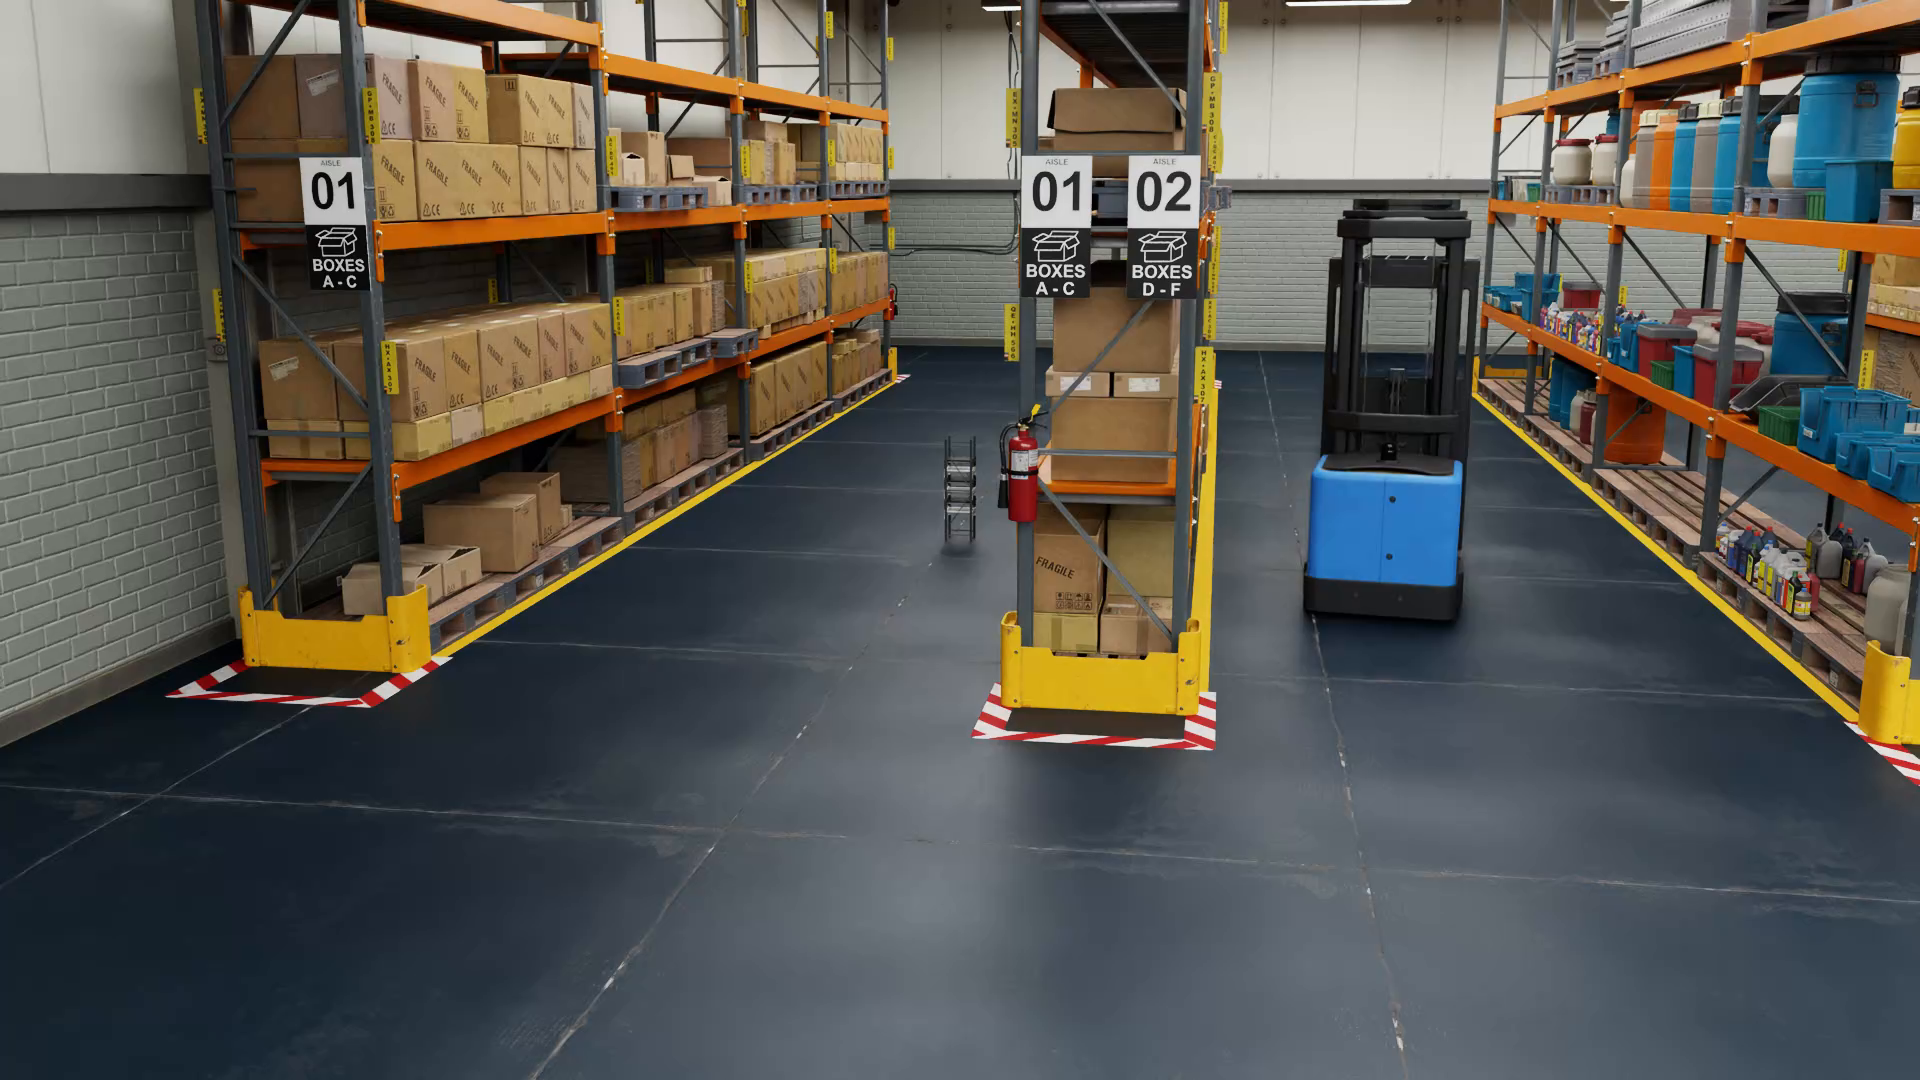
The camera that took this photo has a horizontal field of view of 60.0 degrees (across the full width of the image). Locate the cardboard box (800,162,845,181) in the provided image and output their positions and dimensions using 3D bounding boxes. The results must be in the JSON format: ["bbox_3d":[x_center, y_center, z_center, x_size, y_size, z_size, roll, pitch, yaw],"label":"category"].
[{"bbox_3d":[-1.840,-4.937,22.284,0.500,0.250,0.500,2,12,8],"label":"cardboard box"}]

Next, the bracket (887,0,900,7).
[{"bbox_3d":[-1.252,-9.838,30.238,0.235,0.232,0.430,2,12,9],"label":"bracket"}]

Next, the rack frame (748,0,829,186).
[{"bbox_3d":[-2.207,-6.087,21.379,1.000,3.000,0.127,2,12,9],"label":"rack frame"}]

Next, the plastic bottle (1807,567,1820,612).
[{"bbox_3d":[5.757,0.332,11.234,0.061,0.283,0.133,2,12,9],"label":"plastic bottle"}]

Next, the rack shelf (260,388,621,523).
[{"bbox_3d":[-3.745,-0.721,12.428,1.077,0.370,4.000,2,12,9],"label":"rack shelf"}]

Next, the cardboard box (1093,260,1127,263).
[{"bbox_3d":[1.396,-1.920,12.966,0.700,0.500,0.500,2,12,9],"label":"cardboard box"}]

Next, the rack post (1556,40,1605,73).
[{"bbox_3d":[7.422,-5.555,19.088,0.937,0.300,0.954,2,12,8],"label":"rack post"}]

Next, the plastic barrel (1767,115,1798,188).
[{"bbox_3d":[6.091,-2.811,12.036,0.421,0.512,0.421,0,12,0],"label":"plastic barrel"}]

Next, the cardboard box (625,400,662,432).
[{"bbox_3d":[-3.200,-1.203,16.064,0.500,0.250,0.500,2,12,7],"label":"cardboard box"}]

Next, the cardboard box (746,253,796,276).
[{"bbox_3d":[-2.270,-3.301,19.921,0.500,0.250,0.500,2,12,7],"label":"cardboard box"}]

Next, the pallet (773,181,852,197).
[{"bbox_3d":[-2.071,-4.747,22.493,1.003,0.211,1.213,2,12,9],"label":"pallet"}]

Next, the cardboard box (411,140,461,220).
[{"bbox_3d":[-3.636,-2.354,10.890,0.500,0.500,0.500,3,12,12],"label":"cardboard box"}]

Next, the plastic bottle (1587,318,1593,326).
[{"bbox_3d":[6.954,-2.314,18.386,0.061,0.283,0.133,2,12,9],"label":"plastic bottle"}]

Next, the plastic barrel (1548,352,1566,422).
[{"bbox_3d":[7.482,-1.900,20.175,0.600,0.901,0.708,2,12,9],"label":"plastic barrel"}]

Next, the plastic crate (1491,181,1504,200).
[{"bbox_3d":[7.863,-4.998,23.753,0.497,0.269,0.590,2,12,9],"label":"plastic crate"}]

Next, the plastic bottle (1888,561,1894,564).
[{"bbox_3d":[6.423,0.281,11.499,0.097,0.271,0.097,0,12,0],"label":"plastic bottle"}]

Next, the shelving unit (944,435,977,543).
[{"bbox_3d":[0.001,-0.442,14.406,0.258,0.900,0.210,2,12,9],"label":"shelving unit"}]

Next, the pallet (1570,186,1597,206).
[{"bbox_3d":[7.387,-3.805,18.358,1.003,0.211,1.213,2,12,9],"label":"pallet"}]

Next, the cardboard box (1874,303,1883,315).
[{"bbox_3d":[12.555,-3.106,22.381,0.380,0.149,0.250,2,12,8],"label":"cardboard box"}]

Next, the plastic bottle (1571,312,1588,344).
[{"bbox_3d":[6.849,-2.345,18.369,0.144,0.351,0.185,2,12,9],"label":"plastic bottle"}]

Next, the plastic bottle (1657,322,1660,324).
[{"bbox_3d":[7.525,-2.213,17.947,0.097,0.271,0.097,0,12,0],"label":"plastic bottle"}]

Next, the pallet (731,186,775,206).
[{"bbox_3d":[-2.776,-3.832,18.481,1.213,0.211,1.003,2,12,11],"label":"pallet"}]

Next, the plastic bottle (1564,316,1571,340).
[{"bbox_3d":[6.897,-2.402,18.825,0.097,0.271,0.097,0,12,0],"label":"plastic bottle"}]

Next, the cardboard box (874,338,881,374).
[{"bbox_3d":[-1.601,-2.822,25.403,0.700,0.500,0.500,2,12,9],"label":"cardboard box"}]

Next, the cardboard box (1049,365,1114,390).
[{"bbox_3d":[0.752,-1.003,10.251,0.380,0.149,0.250,2,12,10],"label":"cardboard box"}]

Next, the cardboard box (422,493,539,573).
[{"bbox_3d":[-3.607,-0.061,12.543,0.700,0.500,0.500,1,12,5],"label":"cardboard box"}]

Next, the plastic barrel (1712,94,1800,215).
[{"bbox_3d":[6.216,-2.993,12.949,0.600,0.901,0.708,2,12,9],"label":"plastic barrel"}]

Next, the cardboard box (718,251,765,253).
[{"bbox_3d":[-2.681,-3.424,20.492,0.500,0.250,0.500,1,12,7],"label":"cardboard box"}]

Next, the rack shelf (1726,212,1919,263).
[{"bbox_3d":[6.044,-1.867,10.622,1.077,0.370,4.000,2,12,9],"label":"rack shelf"}]

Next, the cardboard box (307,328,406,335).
[{"bbox_3d":[-4.103,-1.169,11.327,0.500,0.500,0.500,2,12,9],"label":"cardboard box"}]

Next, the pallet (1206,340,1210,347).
[{"bbox_3d":[2.108,-2.212,18.092,1.213,0.211,1.003,2,12,9],"label":"pallet"}]

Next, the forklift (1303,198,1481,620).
[{"bbox_3d":[3.373,-1.135,12.802,1.130,2.935,3.031,4,13,17],"label":"forklift"}]

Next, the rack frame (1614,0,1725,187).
[{"bbox_3d":[6.967,-4.934,16.026,1.000,3.000,0.127,2,12,9],"label":"rack frame"}]

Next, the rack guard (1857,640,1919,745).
[{"bbox_3d":[5.702,0.869,9.274,1.175,0.500,0.348,2,12,9],"label":"rack guard"}]

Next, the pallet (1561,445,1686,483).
[{"bbox_3d":[7.047,-0.803,17.719,1.003,0.211,1.213,2,12,9],"label":"pallet"}]

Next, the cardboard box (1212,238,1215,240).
[{"bbox_3d":[3.197,-3.836,22.562,0.500,0.500,0.500,2,12,7],"label":"cardboard box"}]

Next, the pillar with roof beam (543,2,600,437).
[{"bbox_3d":[0.377,-4.872,15.742,9.100,9.000,0.400,2,12,9],"label":"pillar with roof beam"}]

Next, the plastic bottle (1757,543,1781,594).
[{"bbox_3d":[5.723,0.194,11.717,0.144,0.351,0.185,2,12,8],"label":"plastic bottle"}]

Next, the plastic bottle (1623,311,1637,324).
[{"bbox_3d":[7.424,-2.355,18.419,0.144,0.351,0.185,2,12,9],"label":"plastic bottle"}]

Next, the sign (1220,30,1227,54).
[{"bbox_3d":[3.849,-7.272,24.283,0.100,0.325,0.005,2,12,9],"label":"sign"}]

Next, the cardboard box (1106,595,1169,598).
[{"bbox_3d":[1.218,0.433,10.892,0.500,0.250,0.500,2,12,9],"label":"cardboard box"}]

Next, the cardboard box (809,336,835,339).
[{"bbox_3d":[-2.012,-2.855,24.016,0.380,0.149,0.250,2,12,8],"label":"cardboard box"}]

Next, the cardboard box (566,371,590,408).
[{"bbox_3d":[-3.296,-1.214,13.314,0.500,0.250,0.500,2,12,9],"label":"cardboard box"}]

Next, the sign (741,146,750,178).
[{"bbox_3d":[-2.286,-4.023,17.693,0.100,0.325,0.005,2,12,9],"label":"sign"}]

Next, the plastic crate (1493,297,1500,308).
[{"bbox_3d":[7.599,-3.321,23.265,0.250,0.136,0.298,2,12,9],"label":"plastic crate"}]

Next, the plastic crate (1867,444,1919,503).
[{"bbox_3d":[5.518,-0.377,9.475,0.499,0.251,0.616,2,12,9],"label":"plastic crate"}]

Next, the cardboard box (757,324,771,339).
[{"bbox_3d":[-2.371,-2.375,18.941,0.380,0.149,0.250,2,12,10],"label":"cardboard box"}]

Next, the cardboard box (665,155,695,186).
[{"bbox_3d":[-3.113,-3.582,16.580,0.797,0.503,0.637,4,13,17],"label":"cardboard box"}]

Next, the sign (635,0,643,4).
[{"bbox_3d":[-3.371,-5.806,17.480,0.100,0.325,0.005,2,12,9],"label":"sign"}]

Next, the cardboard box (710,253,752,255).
[{"bbox_3d":[-2.766,-3.316,19.988,0.500,0.250,0.500,2,12,7],"label":"cardboard box"}]

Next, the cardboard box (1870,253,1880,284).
[{"bbox_3d":[12.674,-3.749,22.640,0.500,0.500,0.500,2,12,7],"label":"cardboard box"}]

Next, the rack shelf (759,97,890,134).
[{"bbox_3d":[-1.899,-5.956,23.429,1.077,0.370,4.000,2,12,9],"label":"rack shelf"}]

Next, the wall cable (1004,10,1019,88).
[{"bbox_3d":[2.304,-8.949,30.041,3.097,2.526,0.112,2,12,9],"label":"wall cable"}]
